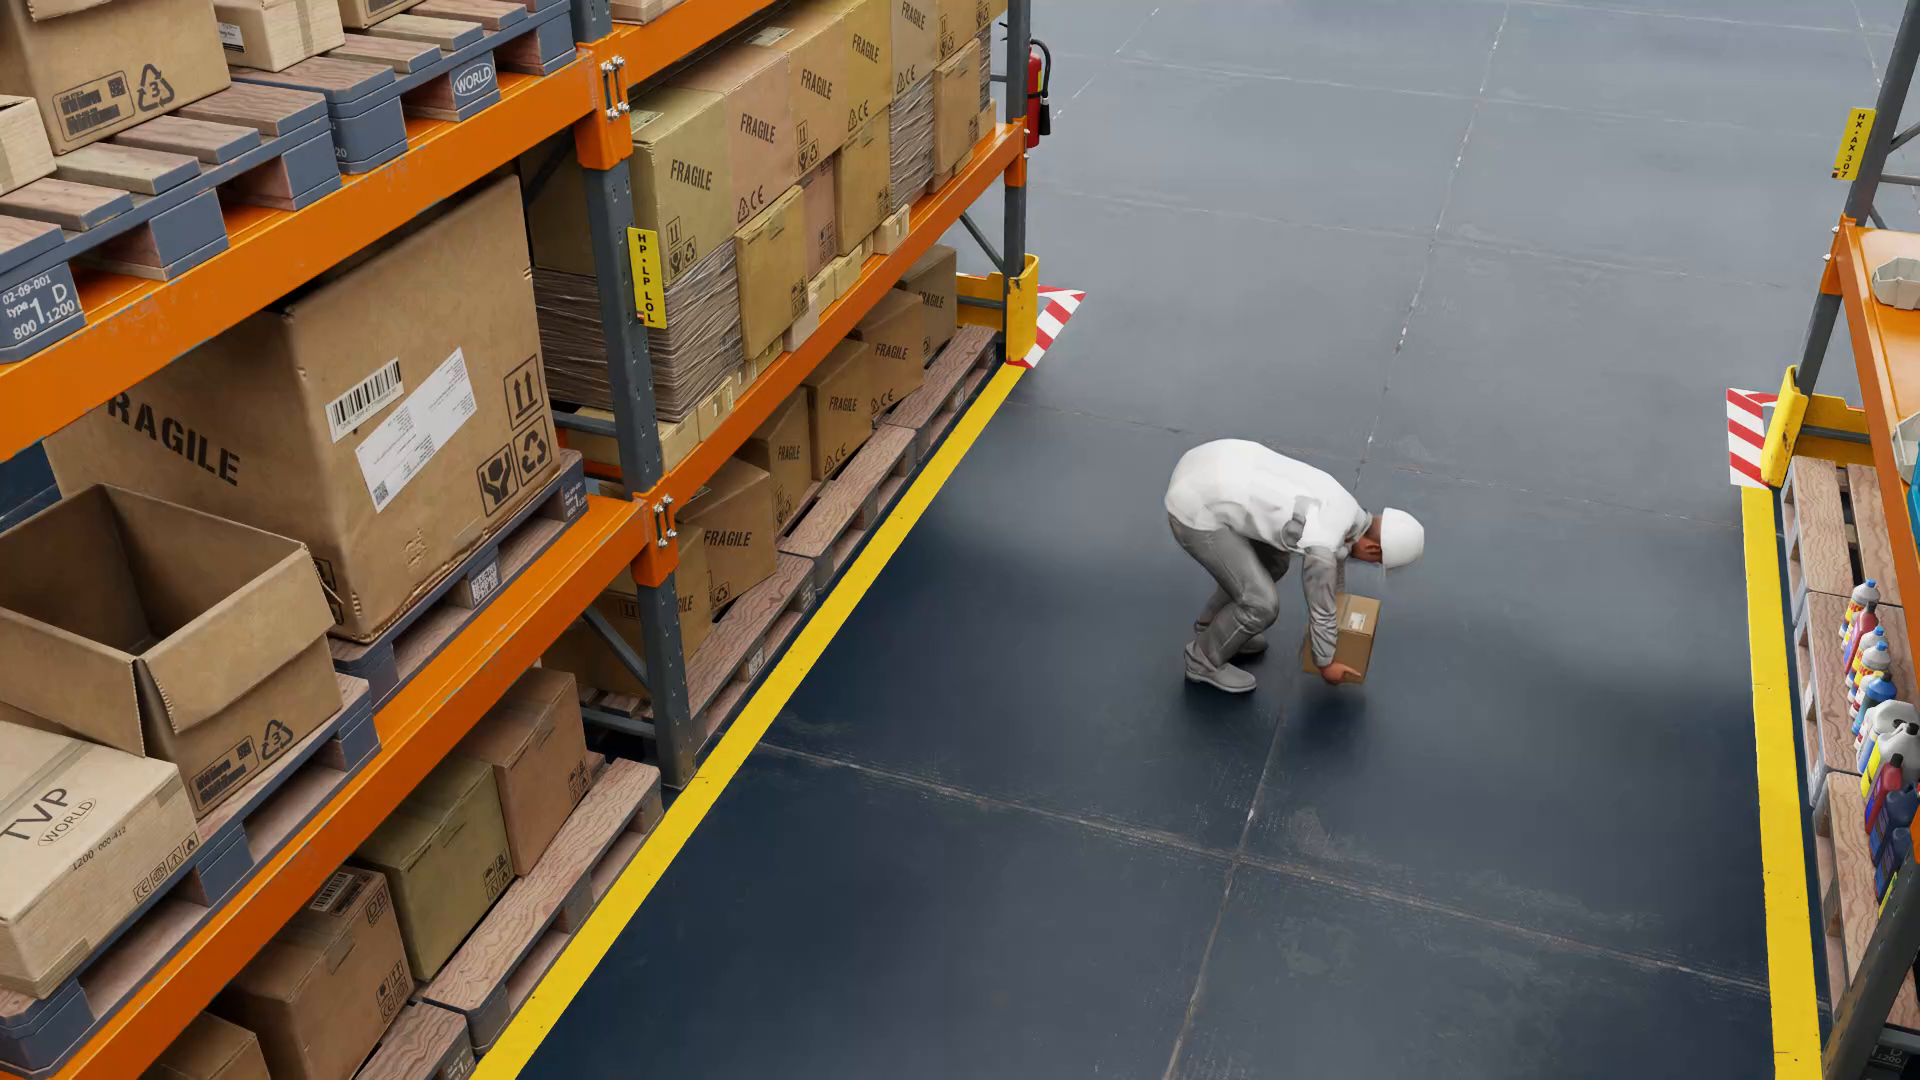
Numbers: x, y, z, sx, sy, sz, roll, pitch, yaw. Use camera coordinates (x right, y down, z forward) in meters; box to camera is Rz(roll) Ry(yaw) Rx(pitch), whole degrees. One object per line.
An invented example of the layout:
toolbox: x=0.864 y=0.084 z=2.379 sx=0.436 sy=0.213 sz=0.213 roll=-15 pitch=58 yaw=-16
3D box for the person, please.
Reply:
person: x=1.303 y=0.116 z=6.619 sx=1.003 sy=1.028 sz=0.499 roll=9 pitch=34 yaw=14
